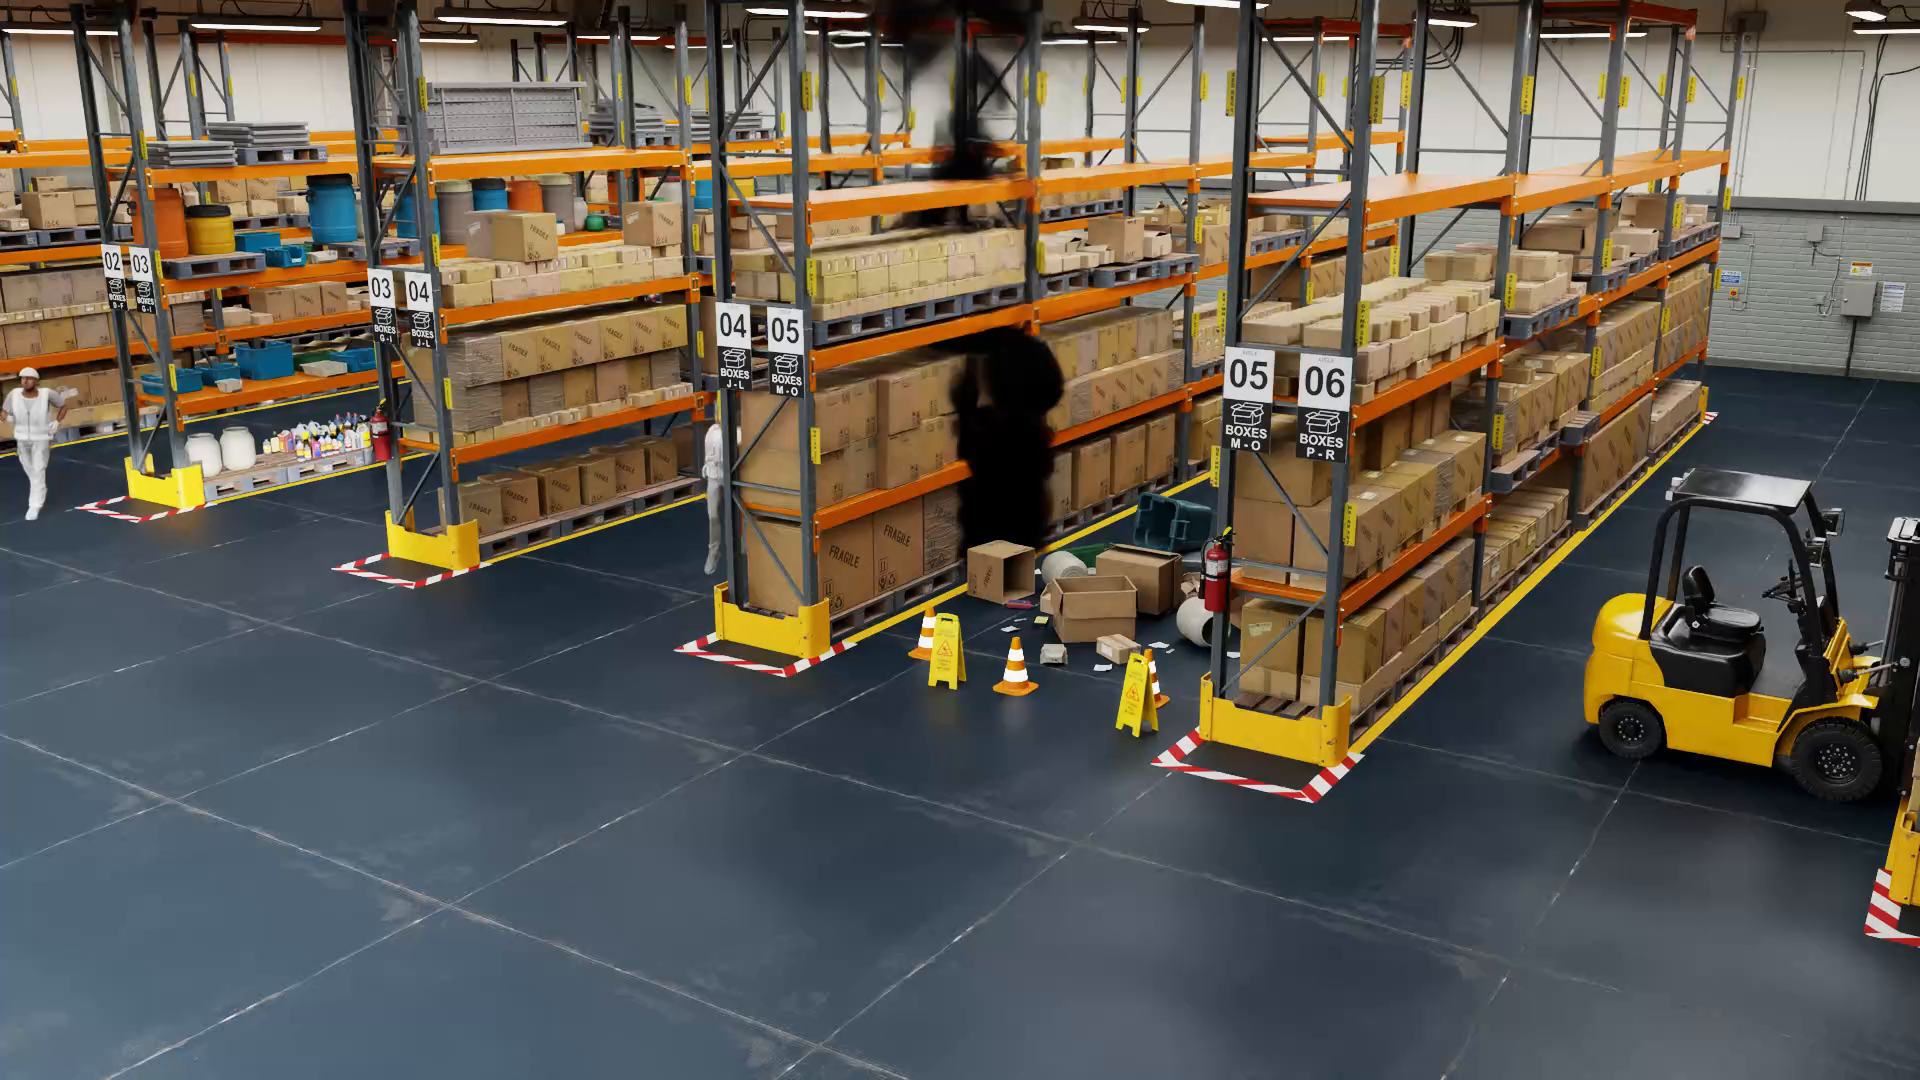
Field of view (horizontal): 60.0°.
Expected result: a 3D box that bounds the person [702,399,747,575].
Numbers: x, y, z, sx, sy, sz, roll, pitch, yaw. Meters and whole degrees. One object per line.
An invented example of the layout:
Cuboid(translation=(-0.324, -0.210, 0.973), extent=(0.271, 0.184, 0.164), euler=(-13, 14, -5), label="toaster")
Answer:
Cuboid(translation=(-2.424, -0.569, 17.097), extent=(0.584, 1.804, 0.720), euler=(6, 17, 20), label="person")

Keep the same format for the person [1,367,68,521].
Cuboid(translation=(-11.245, -1.217, 20.247), extent=(0.686, 1.801, 0.898), euler=(-2, 16, -8), label="person")

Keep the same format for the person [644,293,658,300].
Cuboid(translation=(-5.931, -4.431, 31.727), extent=(0.698, 1.804, 0.981), euler=(5, 16, 19), label="person")
